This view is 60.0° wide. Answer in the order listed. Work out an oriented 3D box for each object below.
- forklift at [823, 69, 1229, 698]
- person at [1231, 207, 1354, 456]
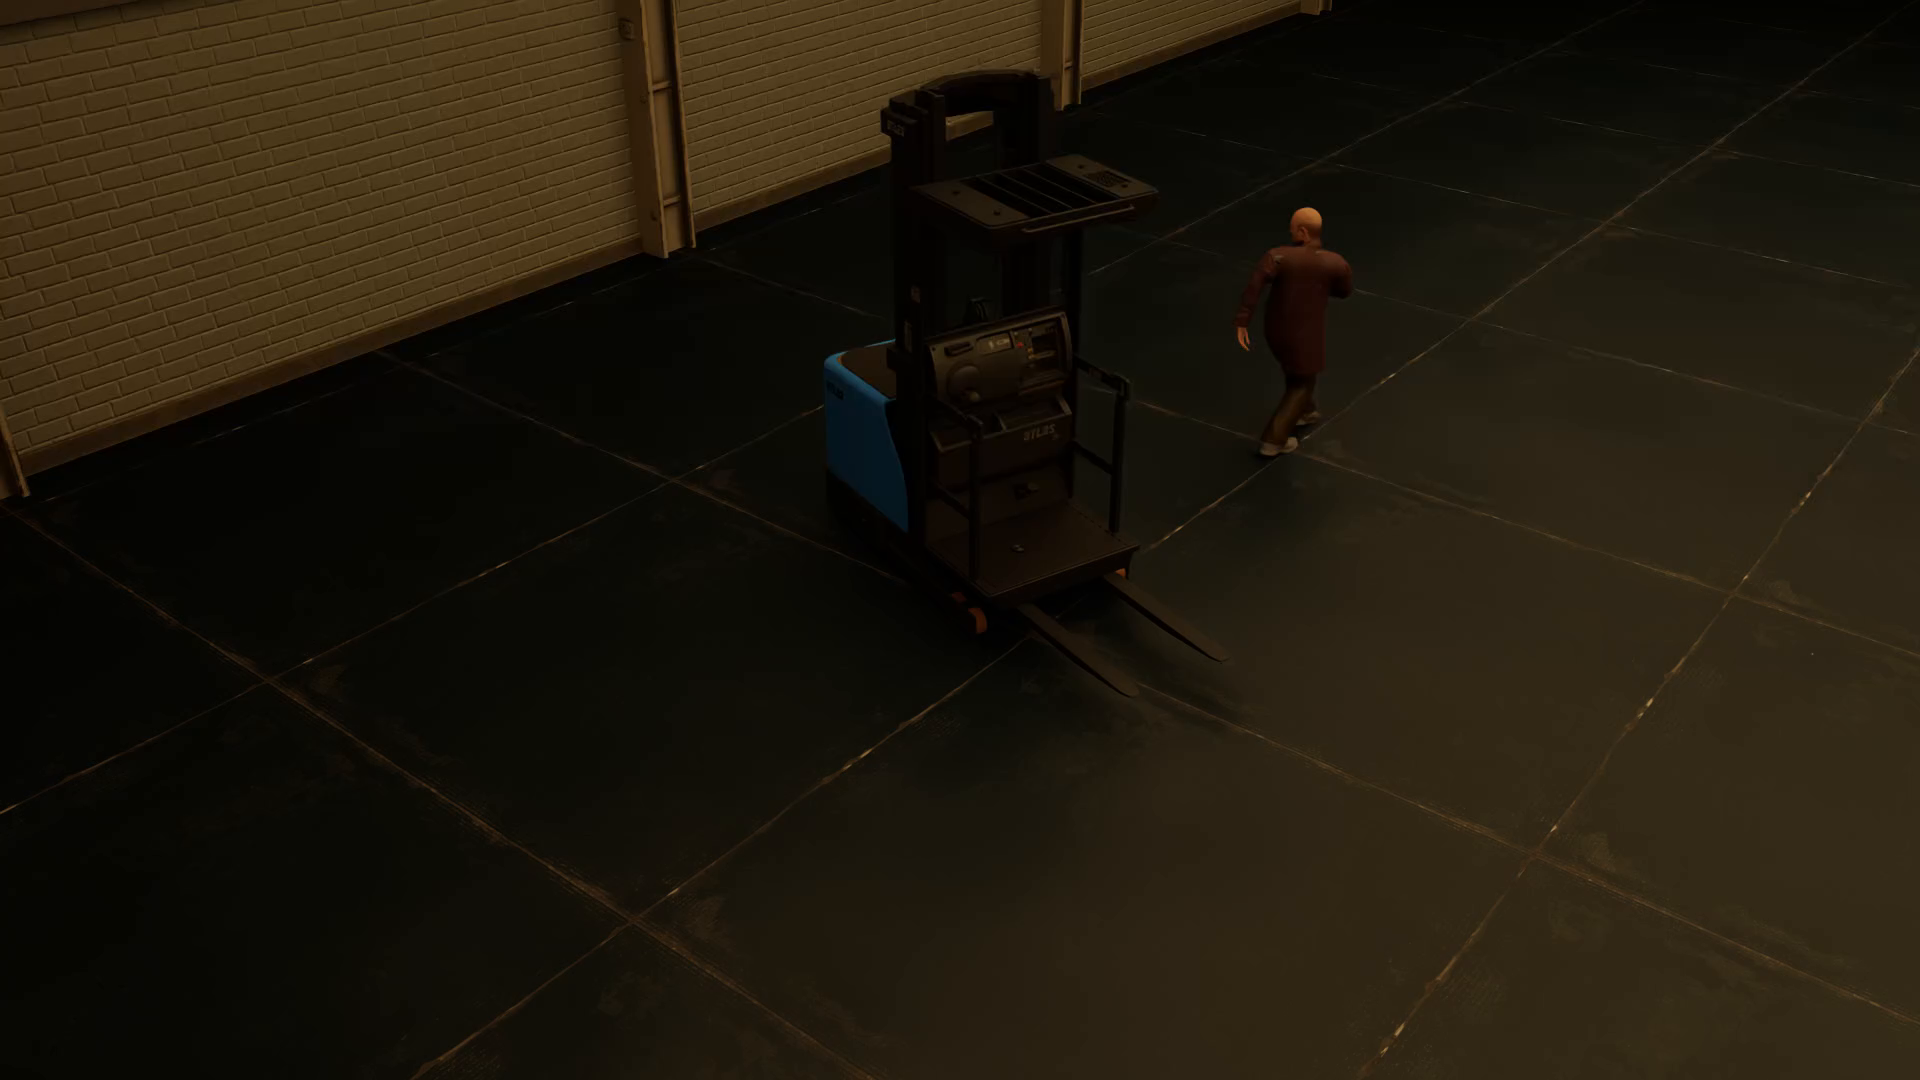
[{"bbox_3d":[0.353,-0.988,9.285,1.130,2.935,3.031,-18,35,-28],"label":"forklift"},{"bbox_3d":[2.289,-1.434,11.304,0.613,1.727,1.009,17,34,27],"label":"person"}]
